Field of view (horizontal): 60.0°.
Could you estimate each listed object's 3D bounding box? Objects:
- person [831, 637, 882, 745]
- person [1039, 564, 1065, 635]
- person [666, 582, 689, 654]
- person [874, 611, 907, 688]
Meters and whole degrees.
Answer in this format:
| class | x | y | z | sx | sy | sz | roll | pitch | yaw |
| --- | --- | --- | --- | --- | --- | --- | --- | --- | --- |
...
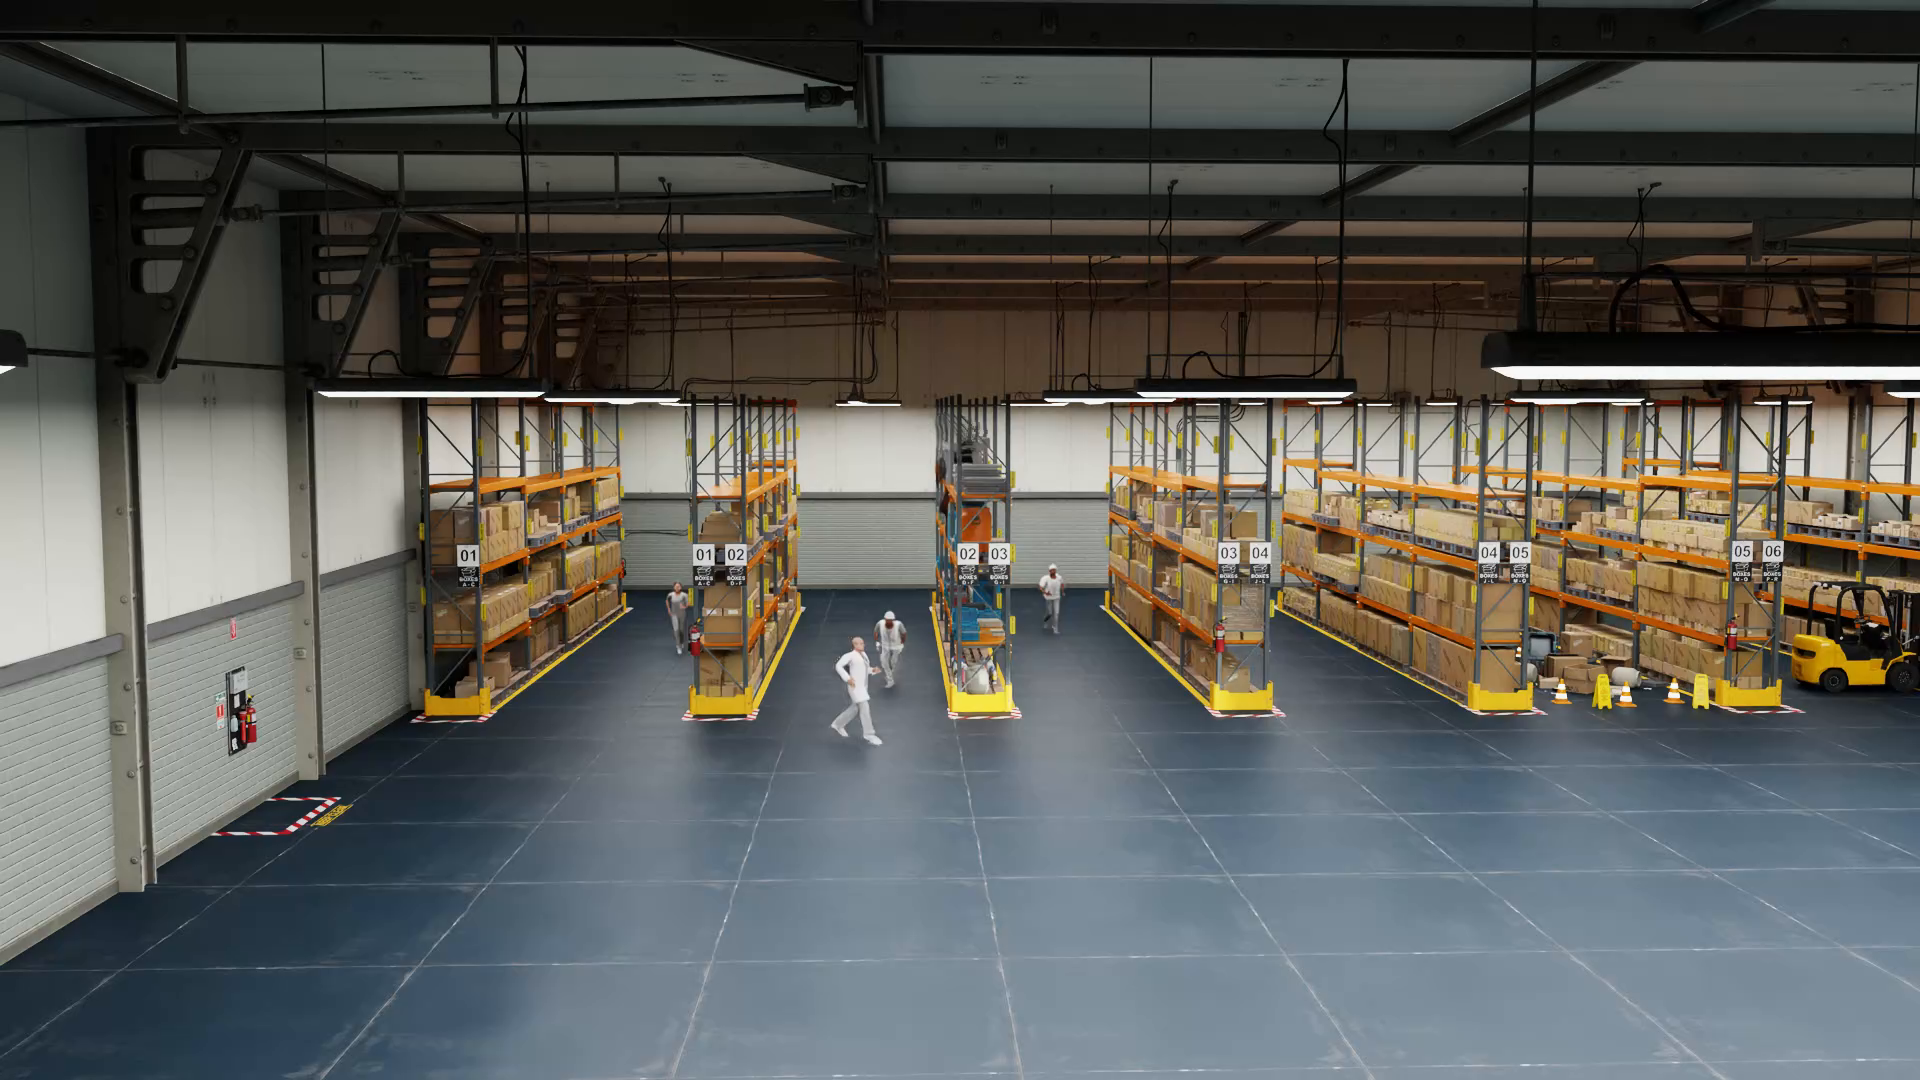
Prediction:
| class | x | y | z | sx | sy | sz | roll | pitch | yaw |
| --- | --- | --- | --- | --- | --- | --- | --- | --- | --- |
| person | -1.774 | 2.574 | 28.585 | 1.008 | 1.816 | 0.700 | 2 | 5 | 19 |
| person | 2.350 | 1.501 | 42.538 | 0.712 | 1.769 | 0.824 | -1 | 5 | -17 |
| person | -6.638 | 1.801 | 39.163 | 0.574 | 1.666 | 0.869 | -1 | 5 | -6 |
| person | -1.437 | 2.232 | 34.388 | 0.687 | 1.613 | 1.079 | 0 | 4 | -1 |
